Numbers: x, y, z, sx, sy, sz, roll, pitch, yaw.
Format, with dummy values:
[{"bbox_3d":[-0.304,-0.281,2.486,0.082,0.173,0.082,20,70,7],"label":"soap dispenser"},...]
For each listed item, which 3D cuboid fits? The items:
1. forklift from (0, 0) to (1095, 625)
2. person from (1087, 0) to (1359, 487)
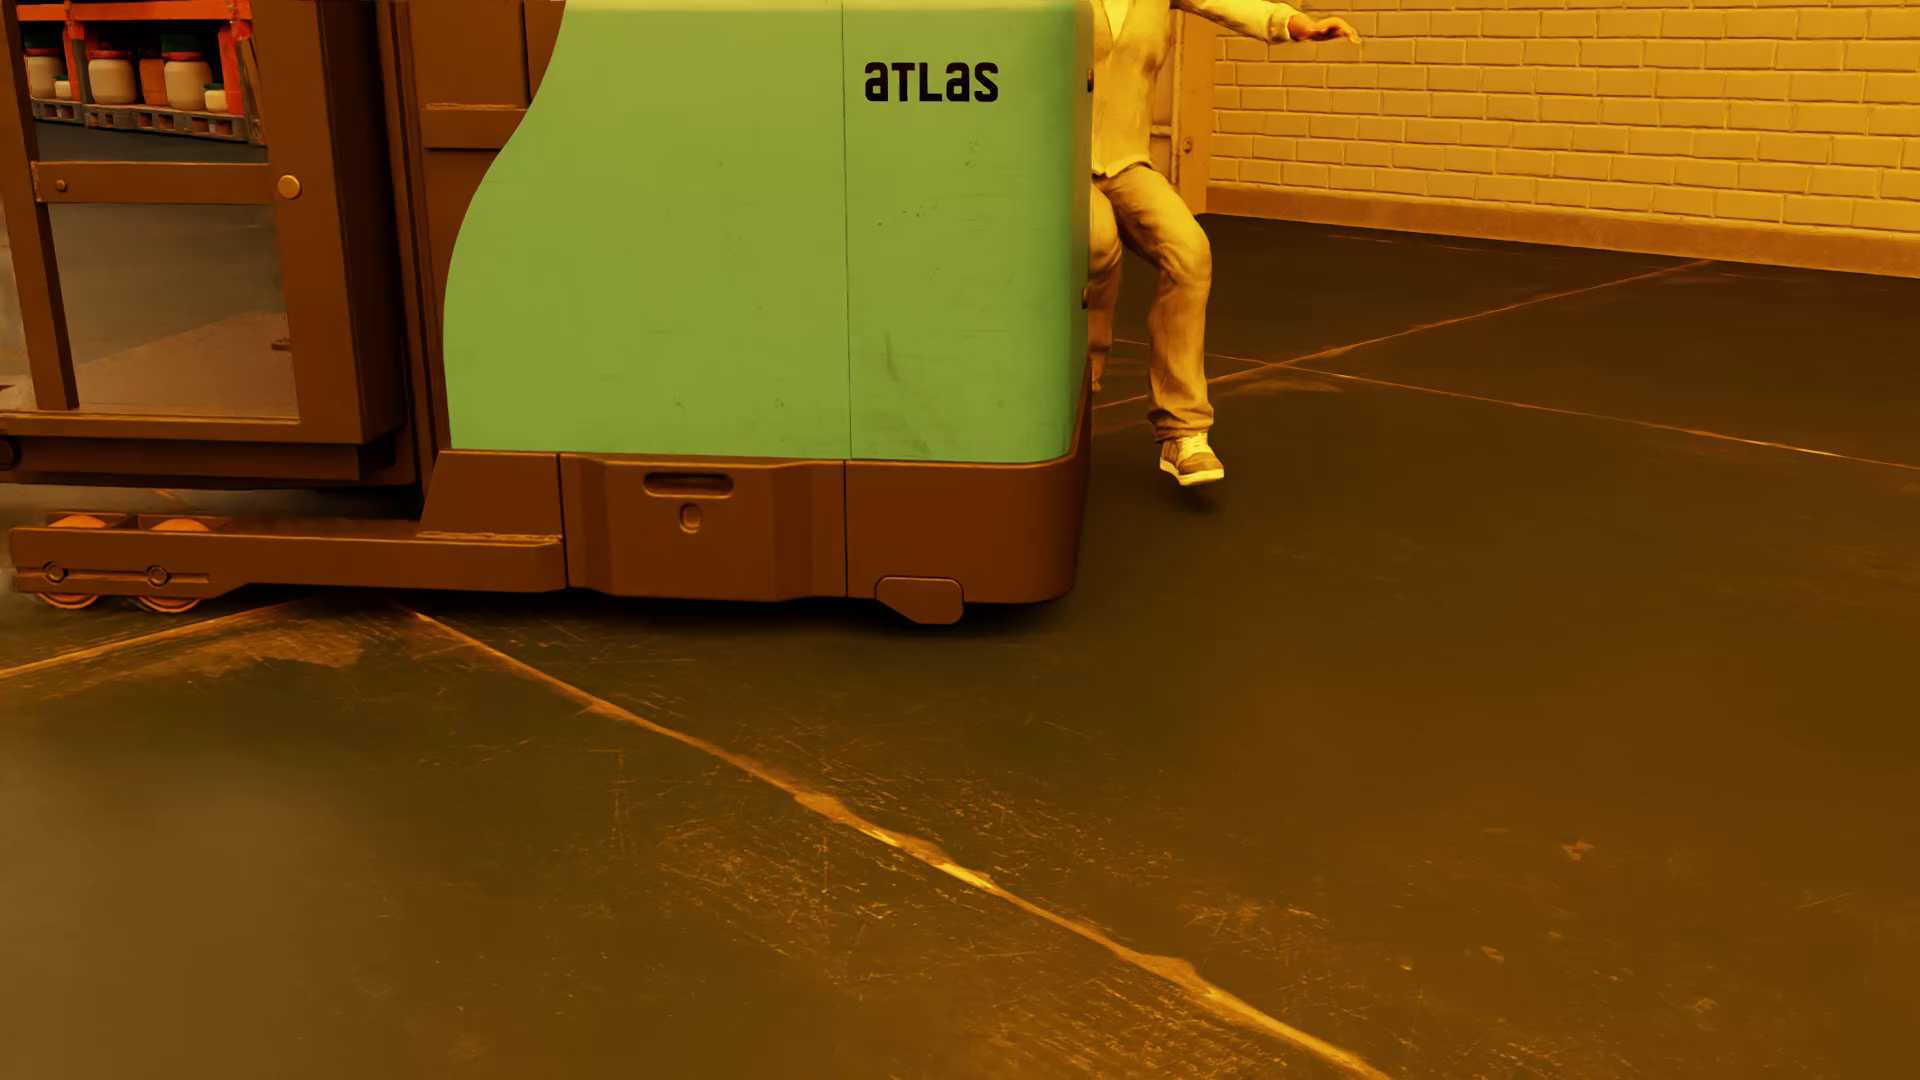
[{"bbox_3d":[-1.264,-1.422,3.034,3.031,2.935,1.130,2,17,6],"label":"forklift"},{"bbox_3d":[0.353,-0.840,3.652,0.906,1.354,0.752,-6,18,-19],"label":"person"}]
